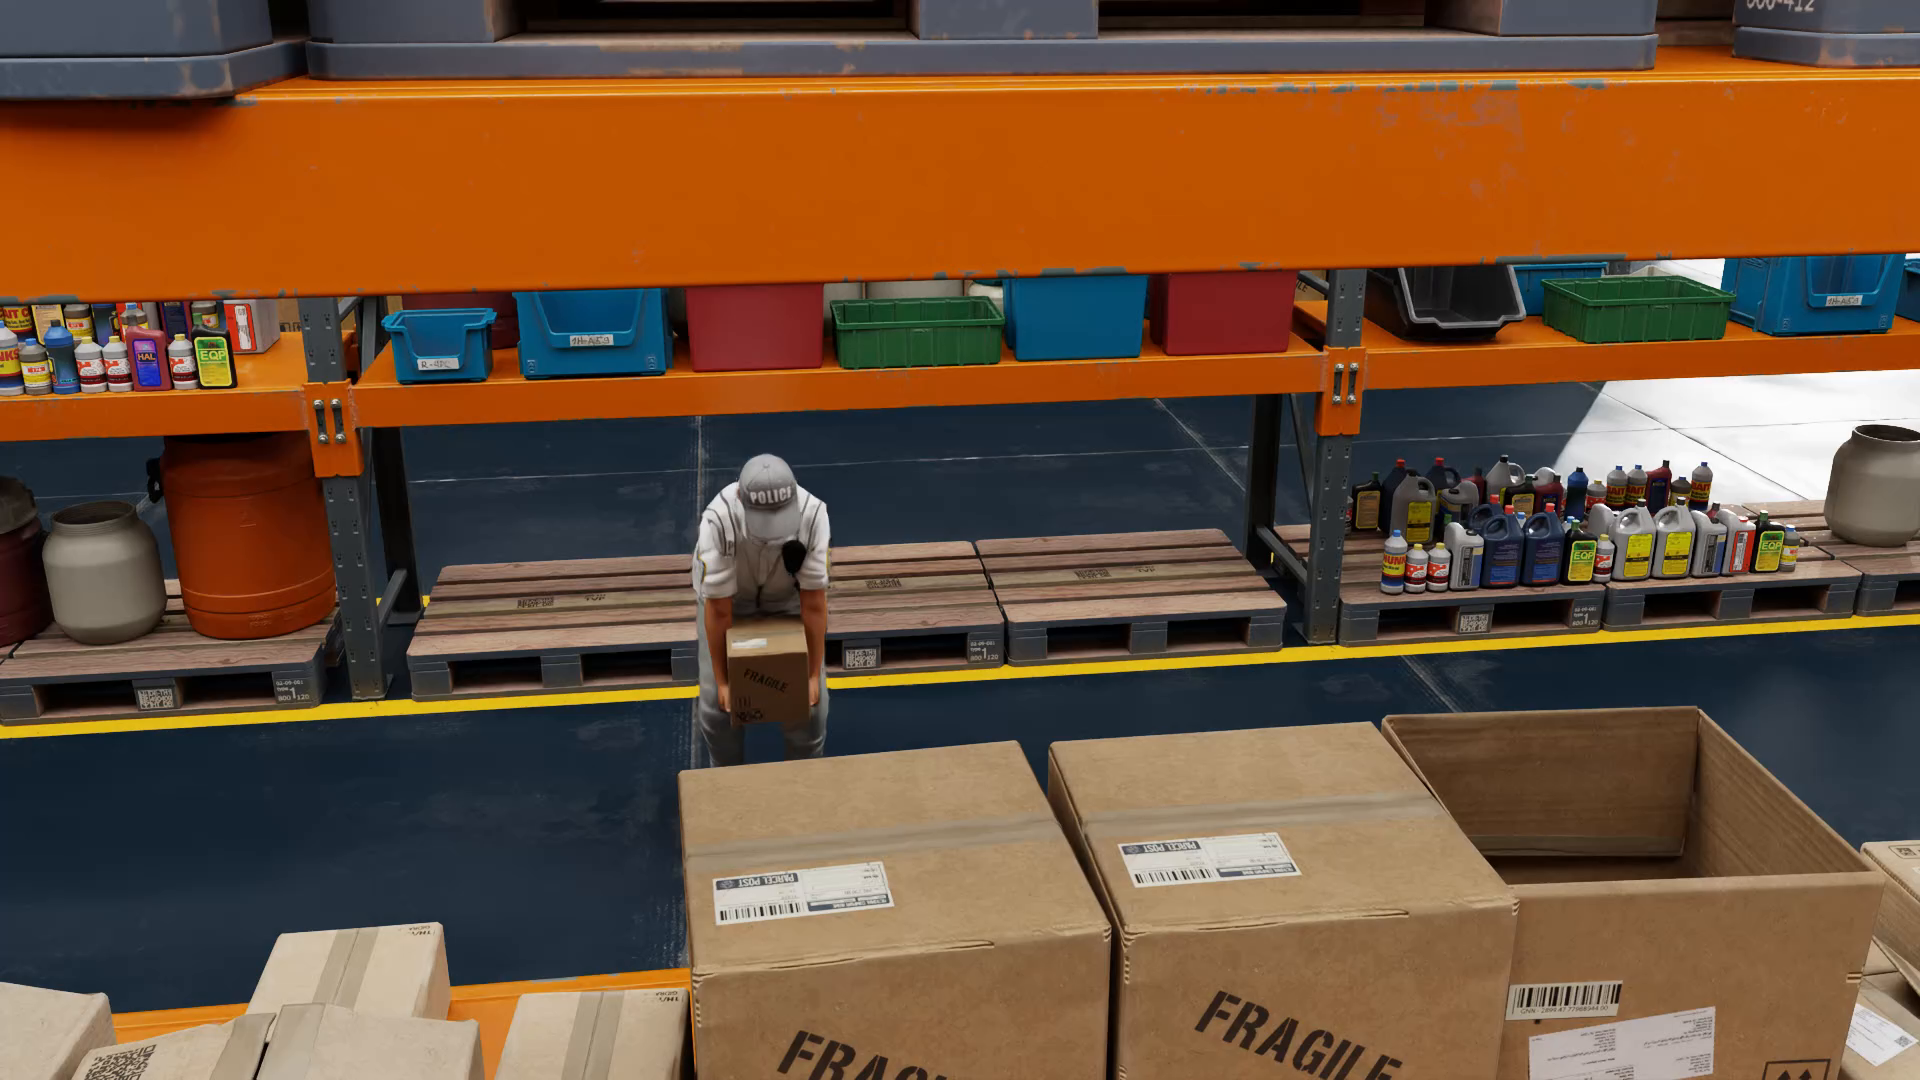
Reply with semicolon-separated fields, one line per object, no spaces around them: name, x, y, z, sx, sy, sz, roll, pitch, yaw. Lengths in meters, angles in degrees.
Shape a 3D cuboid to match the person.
person;-0.642;0.342;5.465;0.461;1.449;0.809;-3;20;-9
